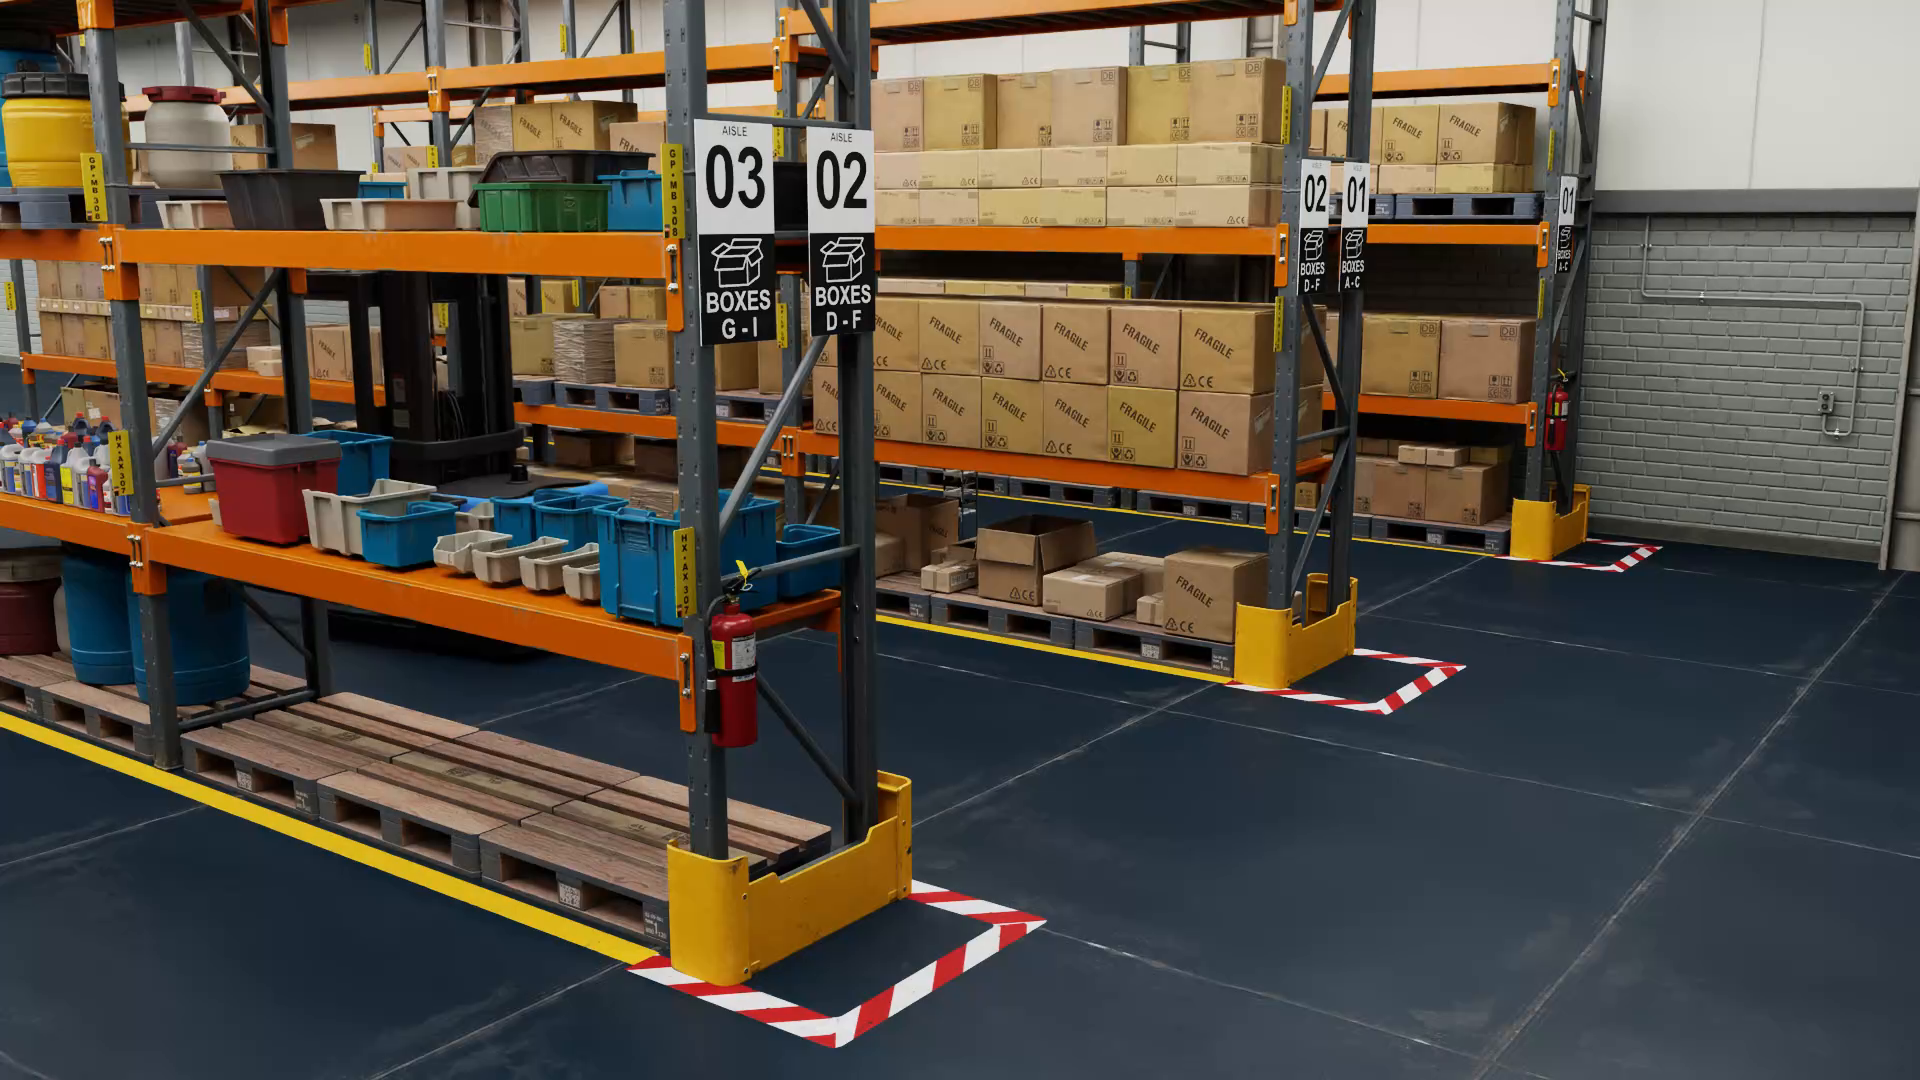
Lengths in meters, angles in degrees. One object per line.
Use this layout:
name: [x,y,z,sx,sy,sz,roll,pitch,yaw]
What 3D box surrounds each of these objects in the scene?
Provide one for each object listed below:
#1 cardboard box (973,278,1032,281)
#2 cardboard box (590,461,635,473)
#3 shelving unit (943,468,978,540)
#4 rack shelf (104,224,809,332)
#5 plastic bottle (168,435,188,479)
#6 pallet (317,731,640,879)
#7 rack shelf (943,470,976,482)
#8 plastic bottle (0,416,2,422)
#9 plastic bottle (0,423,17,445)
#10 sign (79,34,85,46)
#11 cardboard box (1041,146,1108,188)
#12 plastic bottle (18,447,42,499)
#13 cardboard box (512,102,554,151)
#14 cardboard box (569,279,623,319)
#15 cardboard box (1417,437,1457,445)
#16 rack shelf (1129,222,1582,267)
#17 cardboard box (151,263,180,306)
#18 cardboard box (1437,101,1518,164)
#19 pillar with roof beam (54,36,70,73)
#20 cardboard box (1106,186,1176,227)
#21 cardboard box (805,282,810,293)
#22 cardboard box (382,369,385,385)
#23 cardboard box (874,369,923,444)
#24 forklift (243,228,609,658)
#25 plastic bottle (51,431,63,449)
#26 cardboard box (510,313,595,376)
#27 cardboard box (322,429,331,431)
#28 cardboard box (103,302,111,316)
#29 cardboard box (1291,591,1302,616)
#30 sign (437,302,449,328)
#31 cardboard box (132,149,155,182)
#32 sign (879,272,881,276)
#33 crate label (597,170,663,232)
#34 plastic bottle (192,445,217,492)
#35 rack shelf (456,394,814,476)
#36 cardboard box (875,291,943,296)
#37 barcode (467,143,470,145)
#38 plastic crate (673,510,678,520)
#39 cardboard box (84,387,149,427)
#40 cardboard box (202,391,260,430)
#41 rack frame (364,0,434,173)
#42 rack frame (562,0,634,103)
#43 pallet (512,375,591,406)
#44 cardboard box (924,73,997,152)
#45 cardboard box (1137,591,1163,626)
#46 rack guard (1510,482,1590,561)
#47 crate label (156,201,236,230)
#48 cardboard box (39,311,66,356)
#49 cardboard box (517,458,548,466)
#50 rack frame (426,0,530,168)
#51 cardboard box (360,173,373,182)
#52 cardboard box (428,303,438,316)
cardboard box: [0.480,-2.691,17.967,0.500,0.250,0.500,8,13,34]
cardboard box: [-2.896,-0.405,14.651,0.500,0.500,0.500,7,13,34]
shelving unit: [0.007,-0.441,14.940,0.210,0.900,0.258,8,13,36]
rack shelf: [-2.305,-1.231,7.493,4.000,0.370,1.077,8,13,36]
plastic bottle: [-4.676,-0.486,9.949,0.133,0.283,0.061,8,13,36]
pallet: [-2.314,1.246,8.031,1.213,0.211,1.003,8,13,36]
rack shelf: [0.007,-0.585,14.912,0.200,0.077,0.258,8,13,36]
plastic bottle: [-6.562,-0.749,11.310,0.133,0.283,0.061,8,13,36]
plastic bottle: [-5.758,-0.528,9.990,0.185,0.351,0.144,8,13,36]
sign: [-10.321,-5.968,19.518,0.005,0.325,0.100,8,13,36]
cardboard box: [0.873,-2.421,10.827,0.500,0.250,0.500,8,13,36]
plastic bottle: [-5.235,-0.383,9.440,0.135,0.276,0.152,8,13,36]
cardboard box: [-3.447,-3.449,14.169,0.500,0.500,0.500,8,13,36]
cardboard box: [-4.756,-3.142,21.740,0.500,0.500,0.500,8,13,34]
cardboard box: [4.358,-0.838,15.230,0.250,0.149,0.380,8,14,36]
rack shelf: [3.559,-2.748,15.332,4.000,0.370,1.077,8,13,36]
cardboard box: [-8.200,-2.785,17.851,0.500,0.500,0.700,8,13,35]
cardboard box: [4.420,-3.466,14.205,0.500,0.500,0.500,8,13,35]
pillar with roof beam: [-18.869,-6.891,26.960,0.548,9.000,9.100,8,13,36]
cardboard box: [1.275,-2.119,10.583,0.500,0.250,0.500,8,13,36]
cardboard box: [-1.573,-2.921,19.100,0.250,0.149,0.380,6,12,28]
cardboard box: [-5.267,-1.555,15.834,0.250,0.149,0.380,9,14,40]
cardboard box: [-0.318,-0.987,11.973,0.500,0.500,0.500,8,14,37]
forklift: [-3.943,-0.843,11.670,3.031,2.935,1.130,6,12,28]
plastic bottle: [-5.824,-0.601,10.762,0.097,0.201,0.097,0,11,0]
cardboard box: [-3.632,-1.746,14.787,0.500,0.500,0.700,3,11,17]
cardboard box: [-6.426,-0.926,16.574,0.500,0.311,0.500,7,13,34]
cardboard box: [-9.227,-2.561,18.399,0.250,0.149,0.380,8,14,36]
cardboard box: [2.108,0.439,11.209,0.250,0.149,0.380,8,13,36]
sign: [-4.532,-2.027,14.563,0.005,0.325,0.100,8,13,36]
cardboard box: [-8.683,-3.997,18.147,0.637,0.503,0.797,10,15,42]
sign: [-0.951,-2.957,19.367,0.005,0.325,0.100,8,13,36]
crate label: [-1.245,-1.440,7.068,0.502,0.251,0.408,8,13,36]
plastic bottle: [-4.360,-0.427,9.666,0.135,0.276,0.152,8,13,36]
rack shelf: [-2.594,-0.966,14.020,4.000,0.370,1.077,8,13,36]
cardboard box: [-0.421,-1.617,12.596,0.500,0.500,0.500,8,14,36]
barcode: [-6.857,-5.506,23.222,0.075,0.075,0.001,8,13,36]
plastic crate: [-1.228,0.014,7.344,0.300,0.233,0.416,8,13,36]
cardboard box: [-9.539,-1.463,18.856,0.500,0.500,0.500,8,13,36]
cardboard box: [-8.026,-1.373,18.390,0.500,0.500,0.500,8,13,36]
rack frame: [-7.725,-6.148,23.115,0.127,3.000,1.000,8,13,36]
rack frame: [-4.501,-5.698,20.791,0.127,3.000,1.000,8,13,36]
pallet: [-3.618,-1.384,14.794,1.003,0.211,1.213,8,13,36]
cardboard box: [0.158,-2.925,11.459,0.500,0.500,0.700,8,13,36]
cardboard box: [1.385,0.448,11.120,0.250,0.166,0.380,8,13,36]
rack guard: [5.190,-0.173,14.610,0.348,0.500,1.175,8,13,36]
crate label: [-3.694,-1.580,8.099,0.466,0.136,0.293,8,13,36]
cardboard box: [-10.285,-2.438,19.472,0.500,0.500,0.700,8,14,36]
cardboard box: [-4.008,-0.438,14.819,0.500,0.500,0.500,9,14,38]
rack frame: [-4.206,-4.489,14.544,0.127,3.000,1.000,8,13,36]
cardboard box: [-5.493,-3.314,15.654,0.500,0.250,0.500,8,13,34]
cardboard box: [-7.126,-3.350,22.816,0.500,0.500,0.500,8,14,36]
